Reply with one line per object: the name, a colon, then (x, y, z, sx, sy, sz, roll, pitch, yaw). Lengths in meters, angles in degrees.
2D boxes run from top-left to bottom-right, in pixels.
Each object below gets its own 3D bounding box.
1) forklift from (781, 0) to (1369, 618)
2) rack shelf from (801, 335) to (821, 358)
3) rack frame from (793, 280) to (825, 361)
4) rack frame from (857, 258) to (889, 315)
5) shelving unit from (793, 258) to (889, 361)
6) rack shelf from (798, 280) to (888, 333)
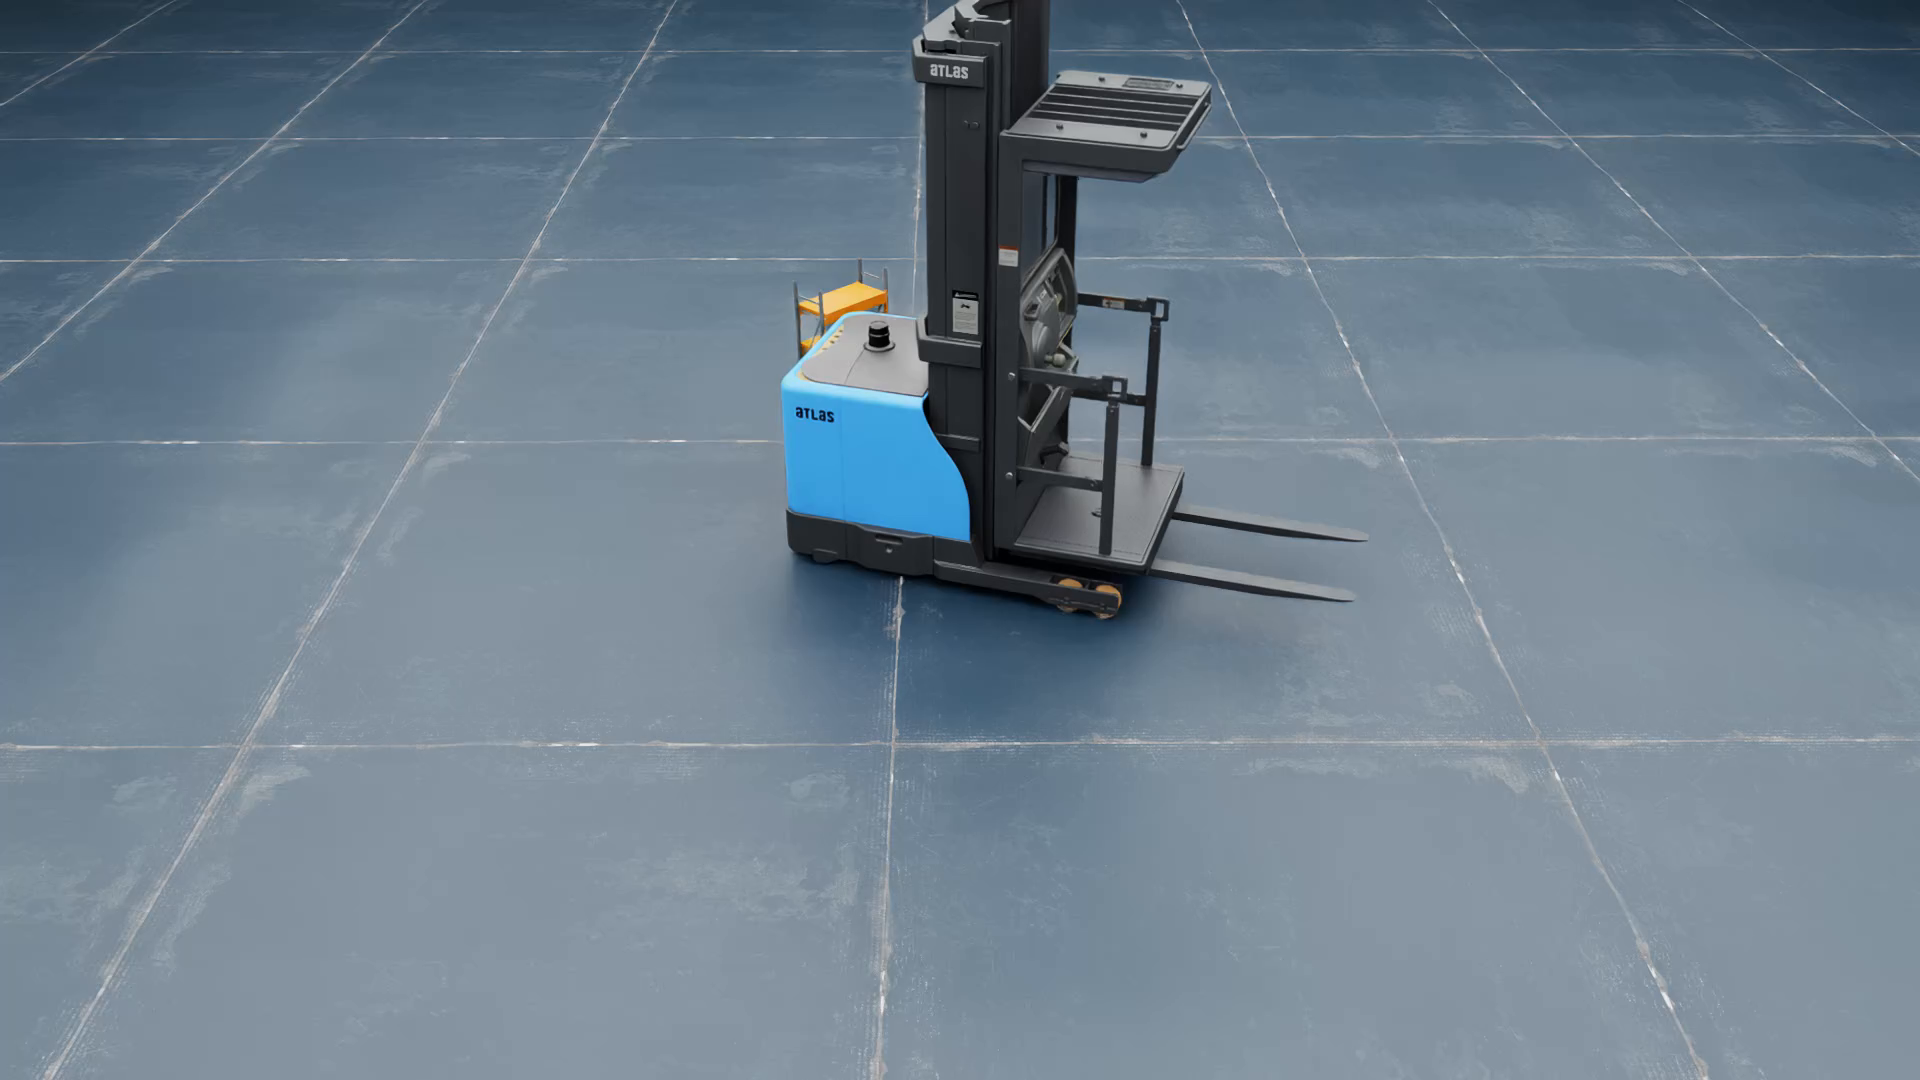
forklift: (0.635, -1.161, 8.338, 3.031, 2.935, 1.130, 9, 32, 15)
rack shelf: (-0.669, -1.120, 9.630, 0.258, 0.148, 0.480, 26, 40, 38)
rack frame: (-0.838, -0.895, 9.561, 0.240, 1.200, 0.015, 26, 40, 38)
rack frame: (-0.493, -1.074, 9.856, 0.240, 1.200, 0.015, 26, 40, 38)
shelving unit: (-0.666, -0.985, 9.709, 0.258, 1.200, 0.503, 26, 40, 38)
rack shelf: (-0.674, -1.325, 9.512, 0.258, 0.148, 0.480, 26, 40, 38)
